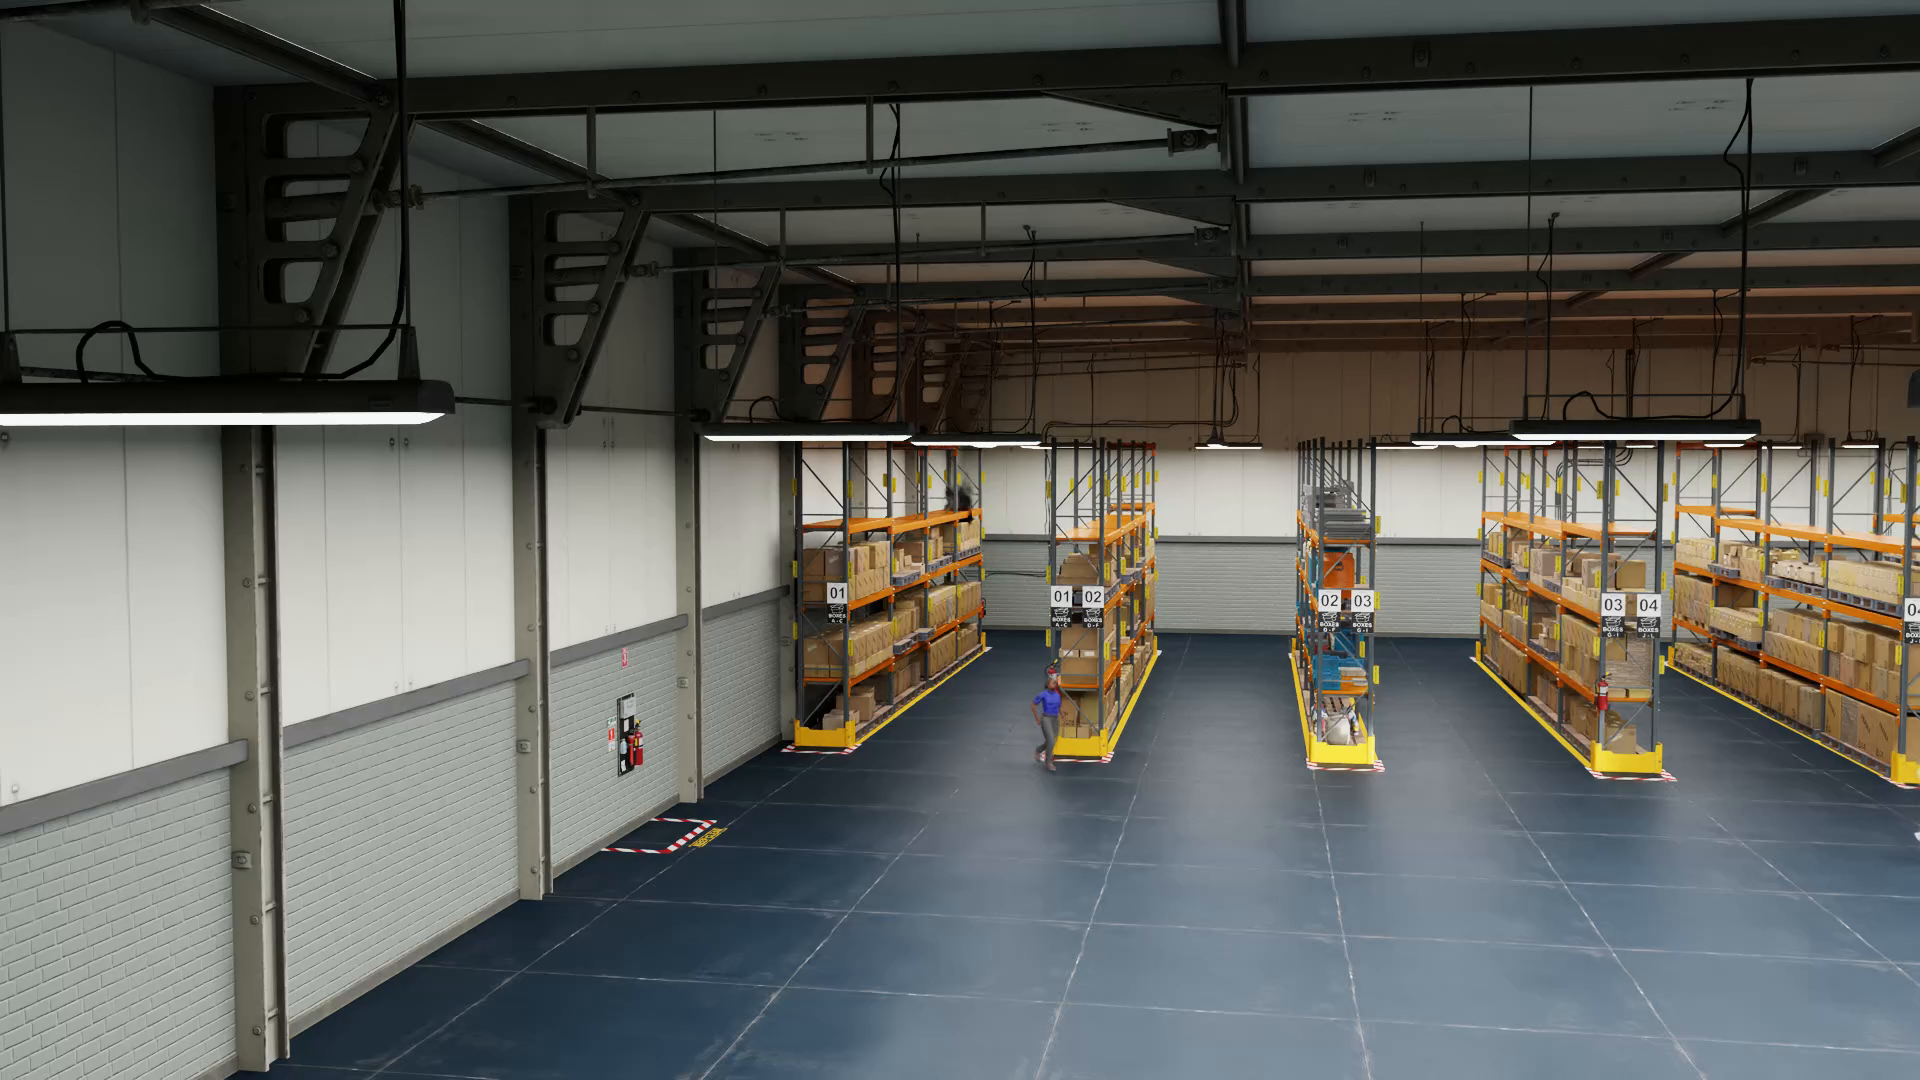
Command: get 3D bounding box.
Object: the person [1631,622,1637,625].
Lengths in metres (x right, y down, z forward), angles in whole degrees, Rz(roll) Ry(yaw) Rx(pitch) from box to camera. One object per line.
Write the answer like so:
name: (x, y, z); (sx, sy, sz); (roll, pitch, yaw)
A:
person: (17.689, 2.548, 43.752); (0.717, 1.704, 0.602); (1, 3, 16)

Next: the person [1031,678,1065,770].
person: (1.627, 3.327, 30.244); (0.628, 1.633, 0.681); (-2, 4, -35)
